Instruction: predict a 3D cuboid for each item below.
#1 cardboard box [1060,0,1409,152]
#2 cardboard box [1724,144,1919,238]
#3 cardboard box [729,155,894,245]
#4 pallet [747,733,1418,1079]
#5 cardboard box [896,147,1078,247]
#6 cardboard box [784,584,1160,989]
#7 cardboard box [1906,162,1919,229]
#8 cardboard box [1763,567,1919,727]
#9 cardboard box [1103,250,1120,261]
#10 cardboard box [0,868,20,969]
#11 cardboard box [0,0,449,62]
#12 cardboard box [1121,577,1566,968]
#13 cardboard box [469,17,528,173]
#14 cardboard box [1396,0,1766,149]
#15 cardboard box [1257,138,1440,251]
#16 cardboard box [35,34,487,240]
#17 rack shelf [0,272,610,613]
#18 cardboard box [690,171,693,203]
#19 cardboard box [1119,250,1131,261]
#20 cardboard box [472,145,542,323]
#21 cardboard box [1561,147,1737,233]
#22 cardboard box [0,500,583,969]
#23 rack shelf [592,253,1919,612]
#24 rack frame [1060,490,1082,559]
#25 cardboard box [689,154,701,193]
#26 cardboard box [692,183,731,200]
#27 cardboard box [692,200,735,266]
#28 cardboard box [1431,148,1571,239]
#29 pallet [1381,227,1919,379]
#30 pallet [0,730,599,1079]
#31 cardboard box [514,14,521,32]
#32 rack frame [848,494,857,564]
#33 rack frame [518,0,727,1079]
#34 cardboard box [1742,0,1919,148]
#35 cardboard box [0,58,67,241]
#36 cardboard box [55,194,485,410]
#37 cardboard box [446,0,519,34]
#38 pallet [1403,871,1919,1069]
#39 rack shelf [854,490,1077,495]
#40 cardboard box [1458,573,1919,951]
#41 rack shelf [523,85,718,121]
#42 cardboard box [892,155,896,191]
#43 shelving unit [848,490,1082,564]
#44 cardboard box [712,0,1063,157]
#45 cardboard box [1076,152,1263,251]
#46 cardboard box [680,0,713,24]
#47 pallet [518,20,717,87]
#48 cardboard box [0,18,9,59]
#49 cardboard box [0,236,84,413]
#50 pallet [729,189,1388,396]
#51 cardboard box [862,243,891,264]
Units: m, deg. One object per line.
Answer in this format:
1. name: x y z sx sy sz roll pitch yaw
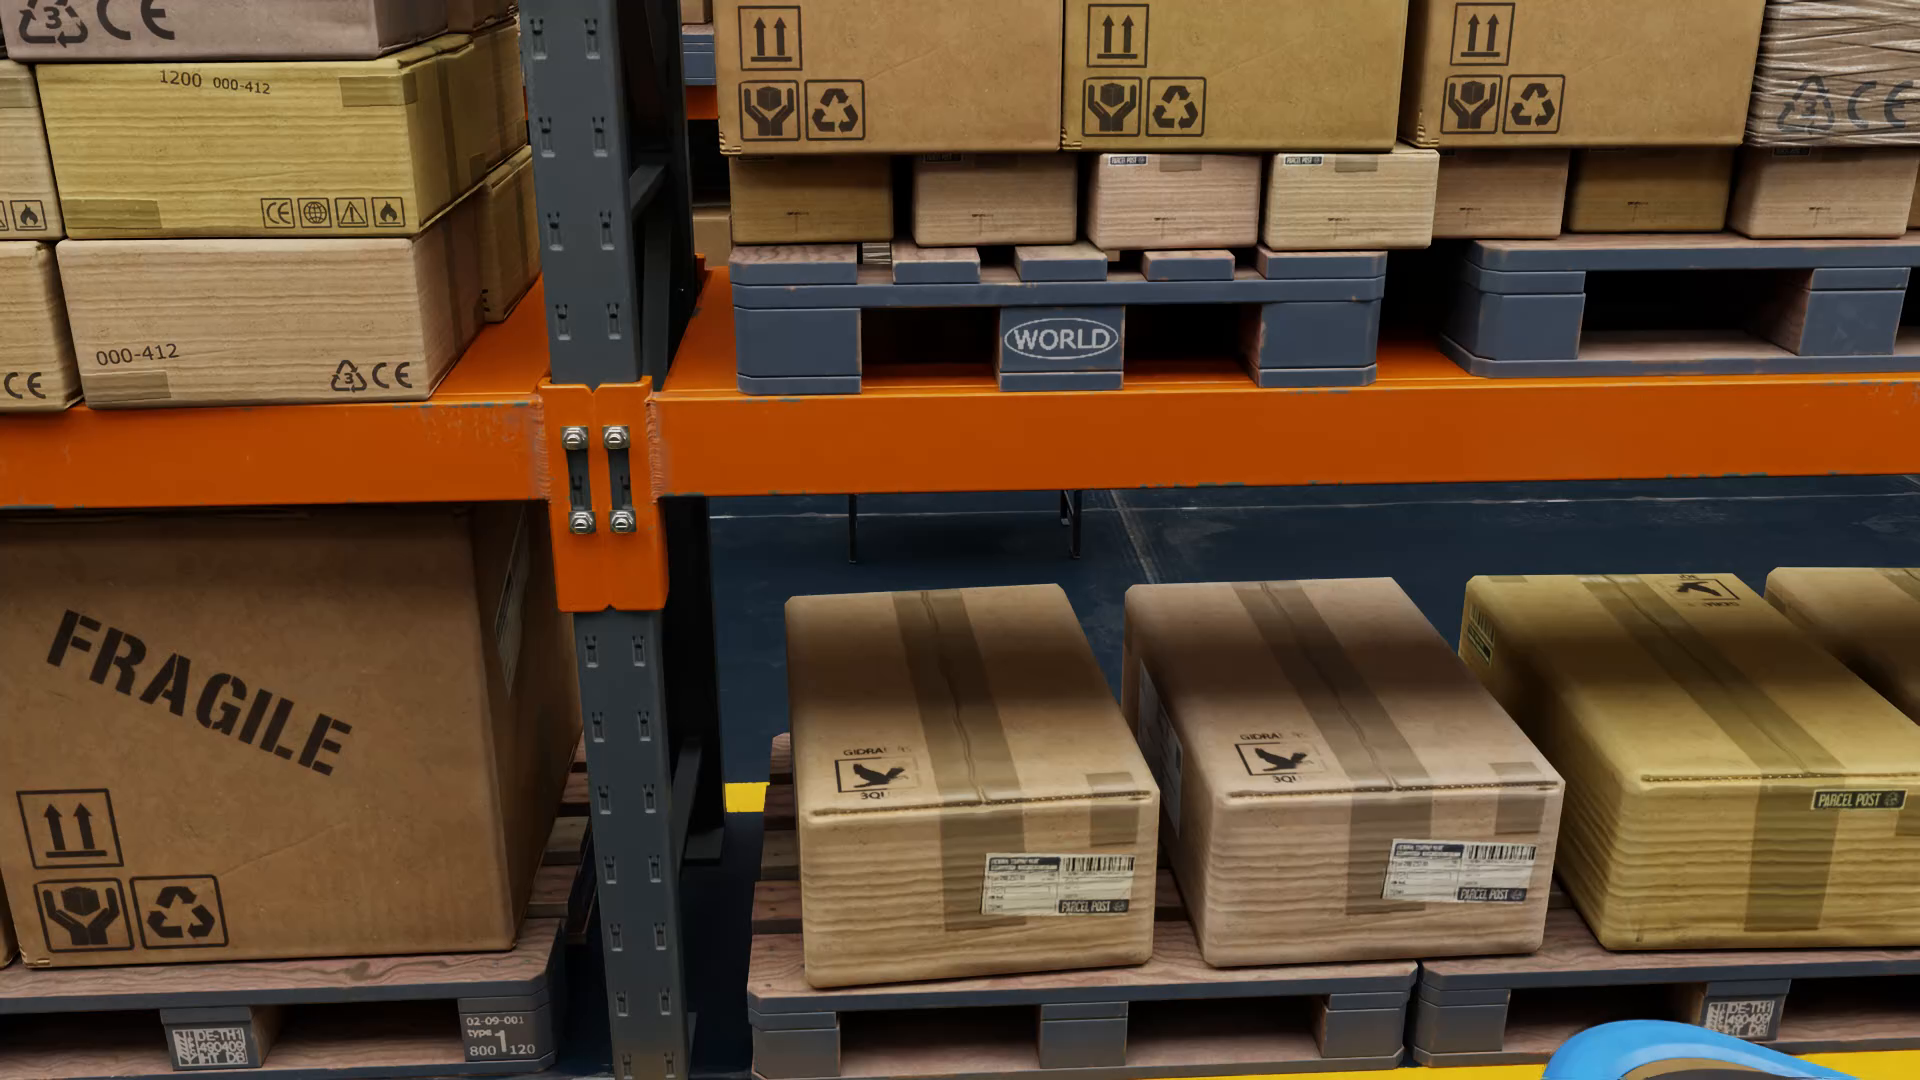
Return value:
1. cardboard box: 0.398 -0.900 2.620 0.500 0.500 0.500 0 21 0
2. cardboard box: 1.367 -0.613 2.777 0.250 0.149 0.380 -1 21 -1
3. cardboard box: -0.249 -0.597 2.736 0.250 0.149 0.380 -2 21 -6
4. pallet: 0.196 0.710 3.459 1.213 0.211 1.003 -1 21 -3
5. cardboard box: 0.035 -0.591 2.720 0.250 0.149 0.380 -2 21 -6
6. cardboard box: -0.020 0.446 3.336 0.625 0.372 0.950 -3 21 -7
7. cardboard box: 1.623 -0.645 2.862 0.250 0.149 0.380 -2 21 -5
8. cardboard box: 2.168 0.400 3.457 0.625 0.372 0.950 0 21 0
9. cardboard box: 0.404 -1.451 7.964 0.625 0.625 0.875 0 21 -1
10. cardboard box: -2.169 0.220 3.223 0.875 0.875 0.875 -1 21 -2
11. cardboard box: -1.086 -0.988 2.455 0.500 0.500 0.500 -2 21 -5
12. cardboard box: 0.717 0.428 3.383 0.625 0.372 0.950 -2 21 -4
13. cardboard box: -1.104 -0.819 3.064 0.500 0.250 0.500 -1 21 -3
14. cardboard box: 0.928 -0.913 2.654 0.500 0.500 0.500 -1 21 -2
15. cardboard box: 0.587 -0.578 2.687 0.250 0.149 0.380 -1 21 -3
16. cardboard box: -1.053 -0.641 2.597 0.500 0.250 0.500 -1 21 -3
17. rack shelf: -2.581 -0.201 2.944 4.000 0.370 1.077 -1 21 -3
18. cardboard box: -1.350 -1.572 7.546 0.250 0.149 0.380 -2 21 -6
19. cardboard box: 1.076 -1.465 8.000 0.625 0.625 0.875 -2 21 -5
20. cardboard box: -1.087 -0.587 3.158 0.500 0.250 0.500 -2 21 -4
21. cardboard box: 1.103 -0.631 2.824 0.250 0.149 0.380 0 21 -1
22. cardboard box: -1.279 0.204 3.266 0.875 0.875 0.875 -1 21 -4
23. rack shelf: 1.412 -0.282 3.157 4.000 0.370 1.077 -1 21 -3
24. rack frame: 0.372 -0.708 5.374 0.023 1.500 0.400 -1 21 -3
25. cardboard box: -1.410 -1.772 8.071 0.250 0.149 0.380 0 21 0
26. cardboard box: -1.308 -1.460 8.163 0.500 0.500 0.500 0 21 -1
27. cardboard box: -1.281 -1.284 7.700 0.500 0.500 0.500 -1 21 -1
28. cardboard box: 0.823 -0.611 2.773 0.250 0.149 0.380 0 21 0
29. pallet: 1.390 -0.543 3.100 1.213 0.211 1.003 -1 21 -3
30. pallet: -1.376 0.715 3.447 1.213 0.211 1.003 -1 21 -3
31. cardboard box: -1.906 -2.331 7.147 0.500 0.250 0.500 -2 21 -6
32. rack frame: -0.359 -0.694 5.335 0.023 1.500 0.400 -1 21 -3
33. rack frame: -0.584 -0.578 2.922 0.127 3.000 1.000 -1 21 -3
34. cardboard box: 1.428 -0.920 2.673 0.500 0.500 0.500 -2 21 -5
35. cardboard box: -1.565 -0.629 2.566 0.500 0.250 0.500 -2 21 -4
36. cardboard box: -1.074 -0.405 2.680 0.500 0.250 0.500 -2 21 -5
37. cardboard box: -1.091 -1.169 2.929 0.500 0.500 0.500 -2 21 -5
38. pallet: 1.411 0.686 3.521 1.213 0.211 1.003 -1 21 -3
39. rack shelf: 0.007 -0.396 5.470 0.720 0.370 0.431 -1 21 -3
40. cardboard box: 1.474 0.415 3.418 0.625 0.372 0.950 0 21 -1
41. rack shelf: -2.868 -1.964 7.575 4.000 0.370 1.077 -1 21 -3
42. cardboard box: -0.007 -0.778 3.211 0.250 0.149 0.380 -1 21 -2
43. shelving unit: 0.007 -0.701 5.354 0.755 1.500 0.431 -1 21 -3
44. cardboard box: -0.122 -0.887 2.585 0.500 0.500 0.500 -2 21 -5
45. cardboard box: 0.311 -0.580 2.692 0.250 0.149 0.380 -3 21 -7
46. cardboard box: -1.394 -2.629 7.579 0.500 0.500 0.500 0 21 -1
47. pallet: -1.544 -2.212 7.486 1.003 0.211 1.213 -1 21 -3
48. cardboard box: -1.597 -0.975 2.420 0.500 0.500 0.500 -1 21 -2
49. cardboard box: -1.583 -0.389 2.638 0.500 0.250 0.500 -1 21 -2
50. pallet: 0.121 -0.540 3.094 1.003 0.211 1.213 -1 21 -3
51. cardboard box: -0.248 -1.435 7.922 0.625 0.625 0.875 -1 21 -1
